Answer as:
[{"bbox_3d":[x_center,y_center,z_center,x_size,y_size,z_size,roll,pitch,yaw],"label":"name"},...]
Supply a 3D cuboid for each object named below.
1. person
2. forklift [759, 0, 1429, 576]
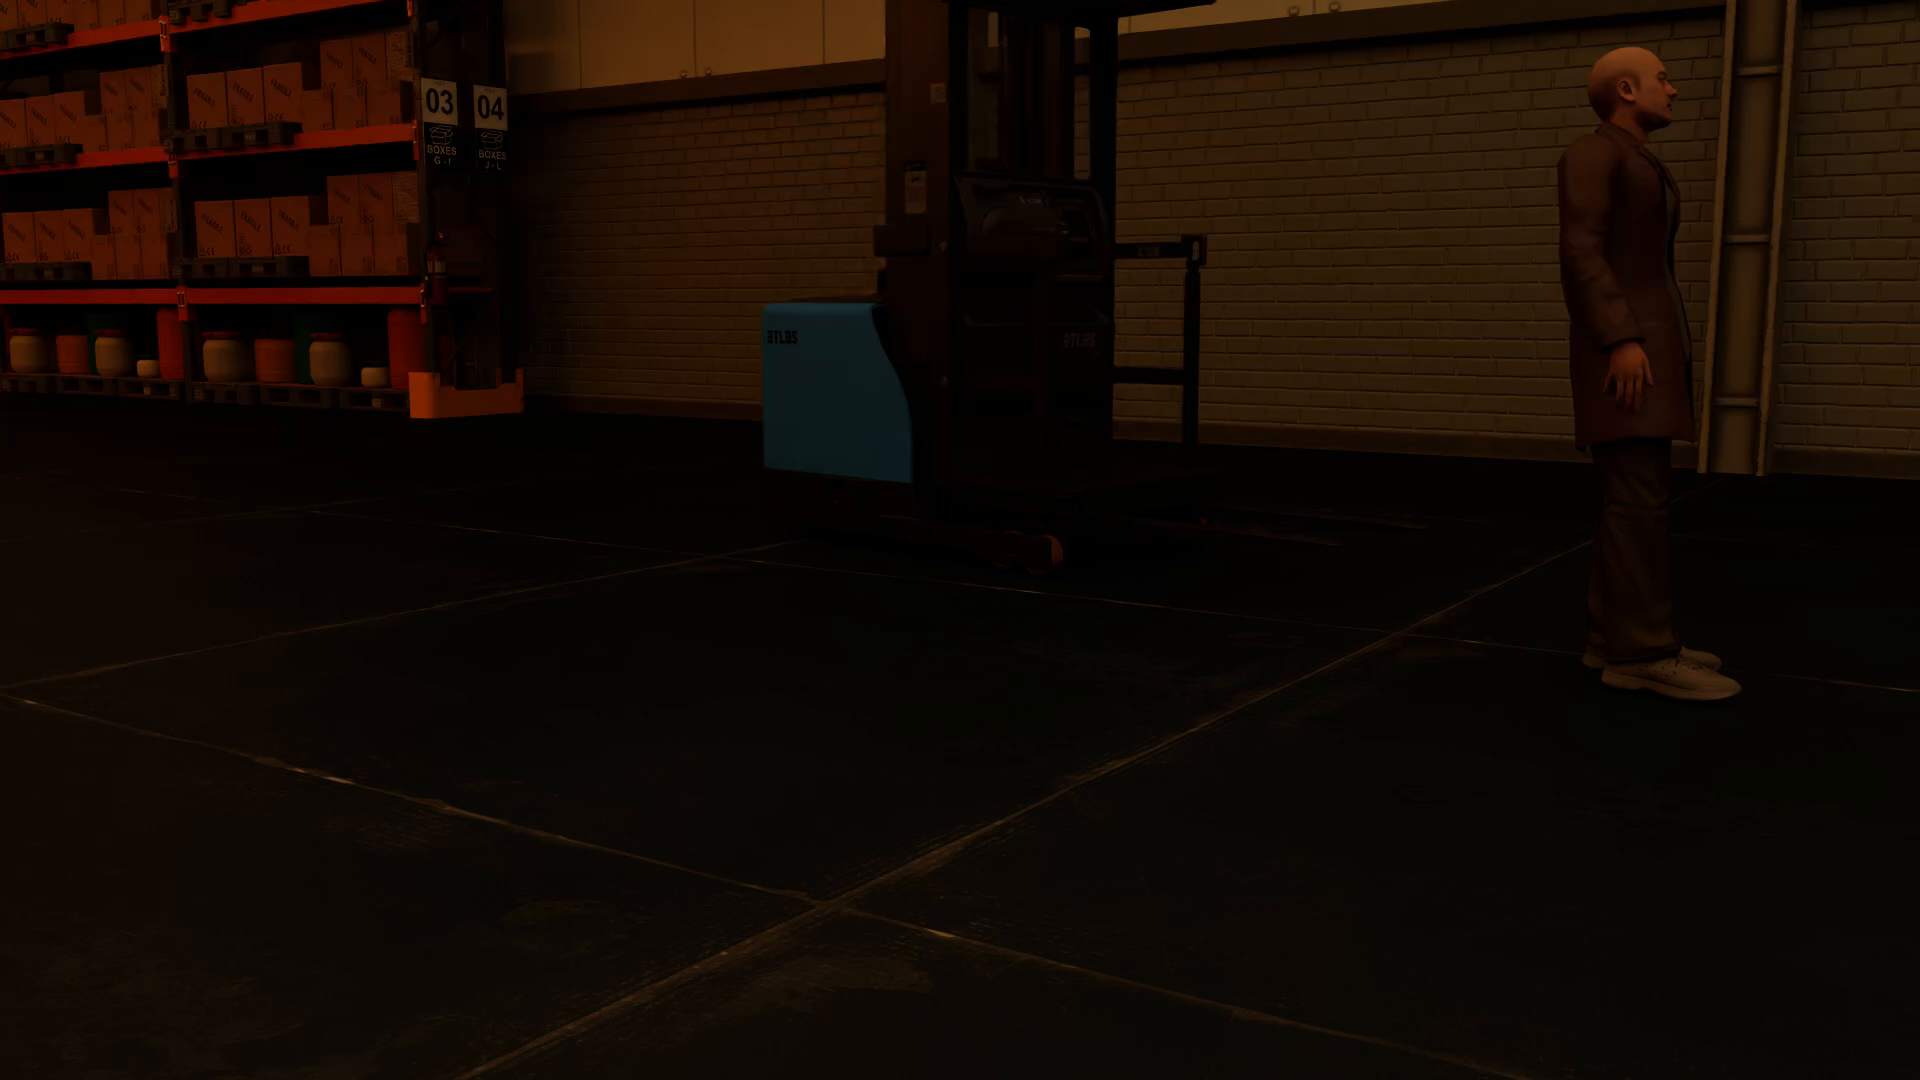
[{"bbox_3d":[1.989,-0.488,4.687,0.572,1.780,0.693,5,10,33],"label":"person"},{"bbox_3d":[0.473,-1.391,6.977,3.031,2.935,1.130,8,11,43],"label":"forklift"}]
